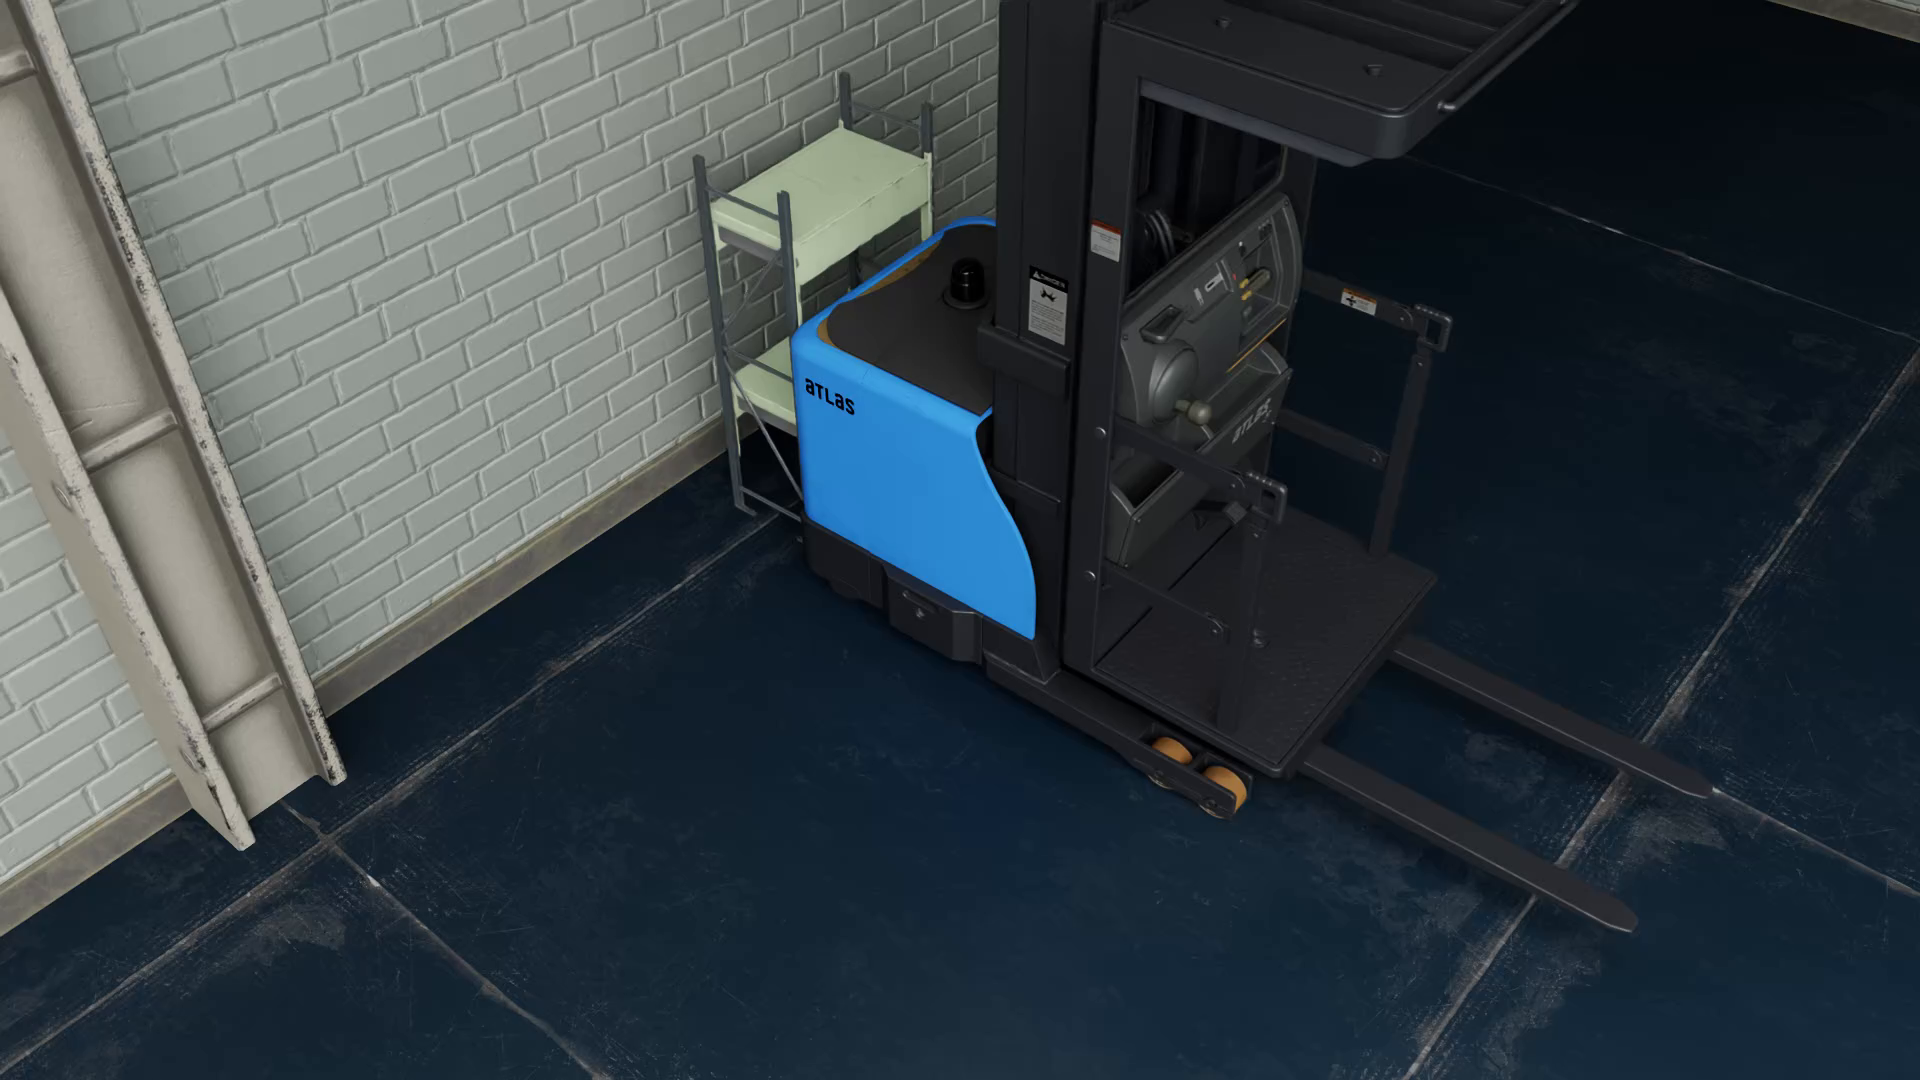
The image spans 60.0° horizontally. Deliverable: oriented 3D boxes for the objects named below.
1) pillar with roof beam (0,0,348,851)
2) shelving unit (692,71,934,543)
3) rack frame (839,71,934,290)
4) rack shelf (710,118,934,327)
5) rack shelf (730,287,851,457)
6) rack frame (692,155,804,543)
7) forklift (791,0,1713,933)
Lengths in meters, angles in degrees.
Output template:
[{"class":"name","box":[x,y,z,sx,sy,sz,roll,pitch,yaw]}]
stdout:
[{"class":"pillar with roof beam","box":[1.063,-0.662,0.290,9.100,9.000,0.400,29,50,28]},{"class":"shelving unit","box":[-0.480,-0.805,6.021,0.431,1.500,0.755,27,49,27]},{"class":"rack frame","box":[-0.258,-1.001,6.237,0.400,1.500,0.023,27,49,27]},{"class":"rack shelf","box":[-0.480,-1.094,5.758,0.431,0.370,0.720,27,49,27]},{"class":"rack shelf","box":[-0.480,-0.564,6.240,0.431,0.370,0.720,27,49,27]},{"class":"rack frame","box":[-0.701,-0.609,5.805,0.400,1.500,0.023,27,49,27]},{"class":"forklift","box":[0.906,-0.611,4.743,3.031,2.935,1.130,28,49,27]}]
